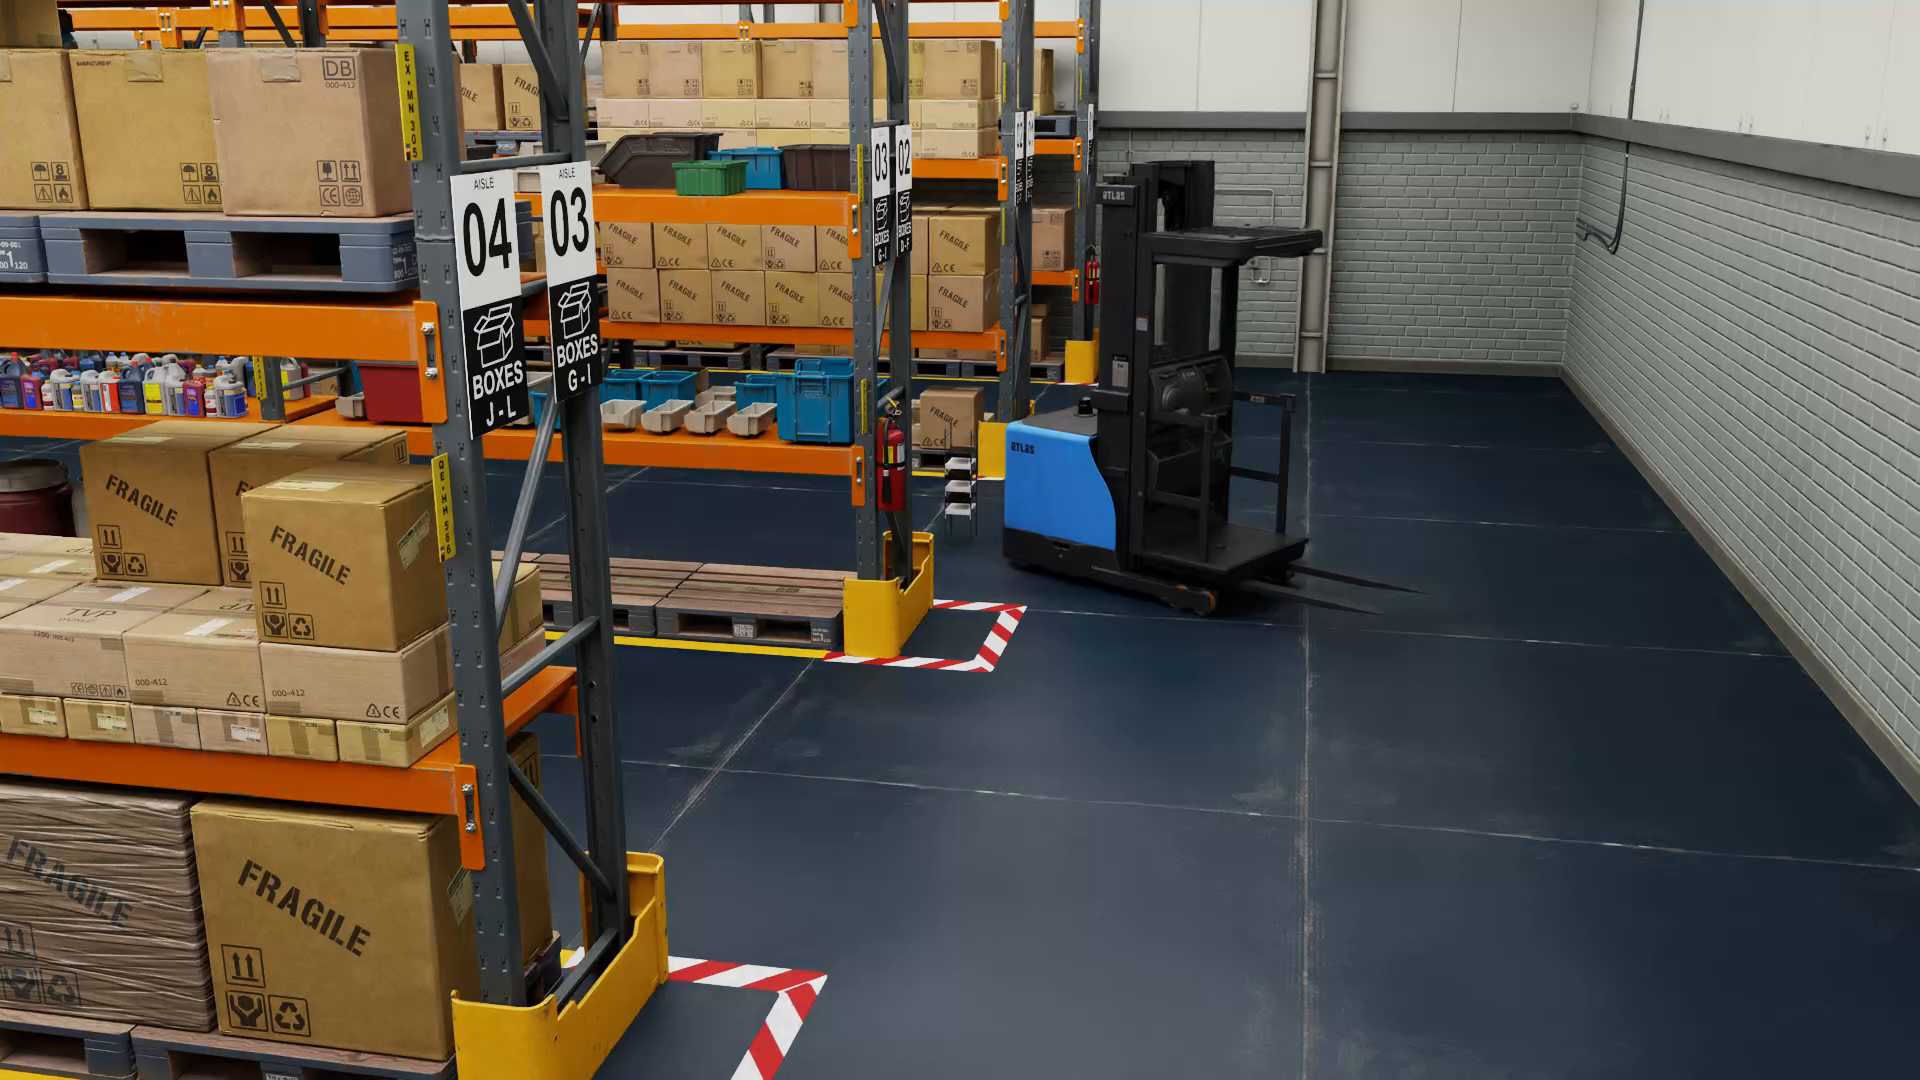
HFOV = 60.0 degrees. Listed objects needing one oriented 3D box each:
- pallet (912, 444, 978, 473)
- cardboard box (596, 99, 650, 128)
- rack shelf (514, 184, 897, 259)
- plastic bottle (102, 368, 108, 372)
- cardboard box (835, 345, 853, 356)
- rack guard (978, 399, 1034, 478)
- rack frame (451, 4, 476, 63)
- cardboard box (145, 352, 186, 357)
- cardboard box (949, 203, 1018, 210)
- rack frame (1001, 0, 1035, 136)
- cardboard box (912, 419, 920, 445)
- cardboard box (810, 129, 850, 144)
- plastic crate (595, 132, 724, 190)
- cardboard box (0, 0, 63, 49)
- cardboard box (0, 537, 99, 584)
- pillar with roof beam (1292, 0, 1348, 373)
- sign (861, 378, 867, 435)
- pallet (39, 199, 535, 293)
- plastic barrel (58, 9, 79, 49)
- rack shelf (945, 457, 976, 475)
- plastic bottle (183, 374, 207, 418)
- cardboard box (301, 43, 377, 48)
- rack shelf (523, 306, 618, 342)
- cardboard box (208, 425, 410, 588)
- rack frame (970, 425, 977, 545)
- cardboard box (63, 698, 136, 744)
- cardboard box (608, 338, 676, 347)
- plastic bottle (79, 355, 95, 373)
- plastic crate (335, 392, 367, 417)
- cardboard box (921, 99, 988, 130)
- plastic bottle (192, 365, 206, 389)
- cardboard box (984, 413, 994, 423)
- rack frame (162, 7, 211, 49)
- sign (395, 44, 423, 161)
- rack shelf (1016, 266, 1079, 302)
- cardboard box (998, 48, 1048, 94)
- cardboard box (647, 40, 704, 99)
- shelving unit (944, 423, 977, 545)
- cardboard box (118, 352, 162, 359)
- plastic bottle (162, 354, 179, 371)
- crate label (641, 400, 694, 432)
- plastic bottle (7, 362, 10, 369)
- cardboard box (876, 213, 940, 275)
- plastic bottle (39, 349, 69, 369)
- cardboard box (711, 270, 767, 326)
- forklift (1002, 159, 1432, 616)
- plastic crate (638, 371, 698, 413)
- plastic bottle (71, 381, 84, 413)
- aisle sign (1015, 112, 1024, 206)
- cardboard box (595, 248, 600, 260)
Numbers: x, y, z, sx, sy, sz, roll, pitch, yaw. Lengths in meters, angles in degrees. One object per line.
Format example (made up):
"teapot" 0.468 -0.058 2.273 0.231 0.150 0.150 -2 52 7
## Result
"pallet" -0.344 -0.862 15.709 1.213 0.211 1.003 3 16 11
"cardboard box" -2.981 -3.896 15.163 0.500 0.250 0.500 3 16 11
"rack shelf" -2.439 -2.070 10.573 4.000 0.370 1.077 3 16 11
"plastic bottle" -5.827 -1.039 11.363 0.097 0.271 0.097 0 15 0
"cardboard box" -1.220 -2.572 20.555 0.500 0.500 0.700 3 16 11
"rack guard" 0.438 -0.959 15.519 0.348 0.500 1.175 3 16 11
"rack frame" -6.344 -6.773 20.585 0.127 3.000 1.000 3 16 11
"cardboard box" -8.299 -1.863 17.414 0.500 0.311 0.500 3 16 10
"cardboard box" 0.279 -3.661 20.027 0.700 0.700 0.980 3 16 11
"rack frame" 0.512 -5.051 14.369 0.127 3.000 1.000 3 16 11
"cardboard box" -0.449 -1.016 15.524 0.250 0.166 0.380 3 16 11
"cardboard box" -1.024 -3.544 14.830 0.500 0.250 0.500 3 16 11
"plastic crate" -1.921 -2.433 10.654 0.767 0.338 0.504 3 16 11
"cardboard box" -3.443 -1.784 5.630 0.500 0.250 0.500 3 16 9
"cardboard box" -3.397 0.184 6.432 0.500 0.250 0.500 3 16 10
"pillar with roof beam" 3.456 -5.304 15.281 0.400 9.000 9.100 3 16 11
"sign" -0.572 -0.798 9.949 0.005 0.325 0.100 3 16 11
"pallet" -2.195 -1.008 5.560 1.213 0.211 1.003 3 16 11
"plastic barrel" -6.101 -3.017 10.921 0.708 0.901 0.600 3 16 11
"rack shelf" 0.008 -0.575 12.831 0.200 0.077 0.258 3 16 11
"plastic bottle" -5.085 -0.958 11.049 0.133 0.283 0.061 3 16 11
"cardboard box" -5.902 -4.482 15.874 0.500 0.500 0.500 3 16 11
"rack shelf" -5.368 -2.132 16.419 4.000 0.370 1.077 3 16 11
"cardboard box" -2.372 -0.124 6.139 0.500 0.500 0.500 3 16 10
"rack frame" 0.108 -0.428 12.851 0.006 0.900 0.240 3 16 11
"cardboard box" -2.881 0.566 5.801 0.250 0.149 0.380 3 16 10
"cardboard box" -3.959 -2.882 21.018 0.750 0.750 0.750 4 16 13
"plastic bottle" -6.238 -1.187 11.899 0.097 0.271 0.097 0 15 0
"plastic crate" -3.971 -0.917 11.064 0.243 0.136 0.396 3 16 11
"cardboard box" -0.042 -3.735 14.581 0.500 0.250 0.500 3 16 11
"plastic bottle" -5.434 -1.149 11.892 0.097 0.201 0.097 0 15 0
"cardboard box" 0.170 -1.110 15.897 0.250 0.149 0.380 3 16 11
"rack frame" -7.328 -5.477 15.906 0.127 3.000 1.000 3 16 11
"sign" -1.587 -1.262 4.798 0.005 0.325 0.100 3 16 11
"rack shelf" -0.464 -3.216 20.329 4.000 0.370 1.077 3 16 11
"cardboard box" 0.724 -5.409 19.182 0.500 0.500 0.500 3 16 11
"cardboard box" -2.462 -4.269 15.104 0.500 0.500 0.700 3 16 11
"shelving unit" 0.008 -0.433 12.870 0.210 0.900 0.258 3 16 11
"cardboard box" -8.400 -1.722 16.904 0.500 0.311 0.500 3 16 10
"plastic bottle" -5.684 -1.191 11.904 0.135 0.276 0.152 3 16 11
"crate label" -1.873 -0.790 10.606 0.243 0.136 0.396 3 16 11
"plastic bottle" -6.929 -1.230 12.185 0.097 0.201 0.097 0 15 0
"cardboard box" -0.474 -2.668 14.946 0.500 0.500 0.500 4 16 13
"plastic bottle" -6.569 -1.276 12.072 0.185 0.351 0.144 3 16 11
"cardboard box" -1.970 -2.269 15.376 0.500 0.500 0.500 3 16 11
"forklift" 1.753 -1.063 11.340 3.031 2.935 1.130 13 20 40
"plastic crate" -1.945 -0.982 11.119 0.300 0.233 0.416 3 16 11
"plastic bottle" -5.952 -0.970 11.248 0.097 0.201 0.097 0 15 0
"aisle sign" 0.518 -3.329 14.521 0.004 0.787 0.394 3 16 11
"cardboard box" -4.562 -3.613 20.850 0.250 0.149 0.380 3 16 11
